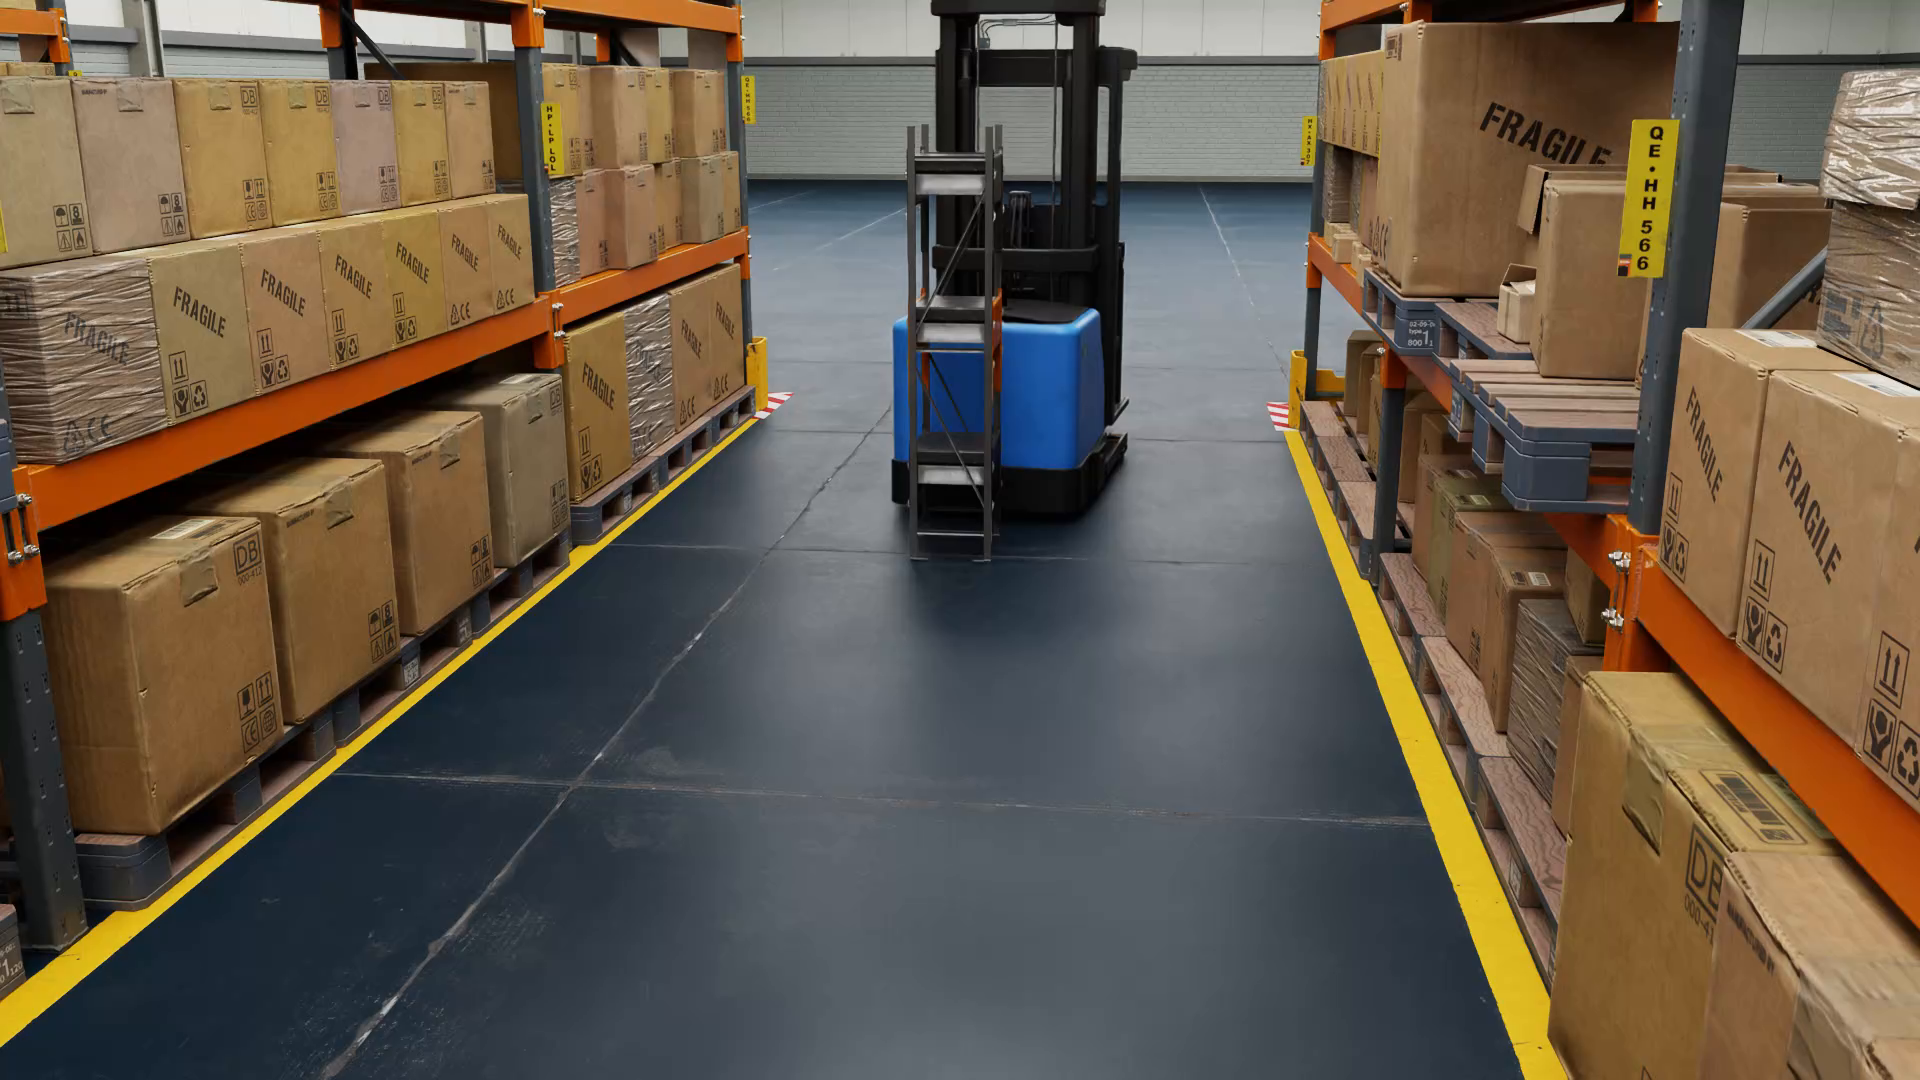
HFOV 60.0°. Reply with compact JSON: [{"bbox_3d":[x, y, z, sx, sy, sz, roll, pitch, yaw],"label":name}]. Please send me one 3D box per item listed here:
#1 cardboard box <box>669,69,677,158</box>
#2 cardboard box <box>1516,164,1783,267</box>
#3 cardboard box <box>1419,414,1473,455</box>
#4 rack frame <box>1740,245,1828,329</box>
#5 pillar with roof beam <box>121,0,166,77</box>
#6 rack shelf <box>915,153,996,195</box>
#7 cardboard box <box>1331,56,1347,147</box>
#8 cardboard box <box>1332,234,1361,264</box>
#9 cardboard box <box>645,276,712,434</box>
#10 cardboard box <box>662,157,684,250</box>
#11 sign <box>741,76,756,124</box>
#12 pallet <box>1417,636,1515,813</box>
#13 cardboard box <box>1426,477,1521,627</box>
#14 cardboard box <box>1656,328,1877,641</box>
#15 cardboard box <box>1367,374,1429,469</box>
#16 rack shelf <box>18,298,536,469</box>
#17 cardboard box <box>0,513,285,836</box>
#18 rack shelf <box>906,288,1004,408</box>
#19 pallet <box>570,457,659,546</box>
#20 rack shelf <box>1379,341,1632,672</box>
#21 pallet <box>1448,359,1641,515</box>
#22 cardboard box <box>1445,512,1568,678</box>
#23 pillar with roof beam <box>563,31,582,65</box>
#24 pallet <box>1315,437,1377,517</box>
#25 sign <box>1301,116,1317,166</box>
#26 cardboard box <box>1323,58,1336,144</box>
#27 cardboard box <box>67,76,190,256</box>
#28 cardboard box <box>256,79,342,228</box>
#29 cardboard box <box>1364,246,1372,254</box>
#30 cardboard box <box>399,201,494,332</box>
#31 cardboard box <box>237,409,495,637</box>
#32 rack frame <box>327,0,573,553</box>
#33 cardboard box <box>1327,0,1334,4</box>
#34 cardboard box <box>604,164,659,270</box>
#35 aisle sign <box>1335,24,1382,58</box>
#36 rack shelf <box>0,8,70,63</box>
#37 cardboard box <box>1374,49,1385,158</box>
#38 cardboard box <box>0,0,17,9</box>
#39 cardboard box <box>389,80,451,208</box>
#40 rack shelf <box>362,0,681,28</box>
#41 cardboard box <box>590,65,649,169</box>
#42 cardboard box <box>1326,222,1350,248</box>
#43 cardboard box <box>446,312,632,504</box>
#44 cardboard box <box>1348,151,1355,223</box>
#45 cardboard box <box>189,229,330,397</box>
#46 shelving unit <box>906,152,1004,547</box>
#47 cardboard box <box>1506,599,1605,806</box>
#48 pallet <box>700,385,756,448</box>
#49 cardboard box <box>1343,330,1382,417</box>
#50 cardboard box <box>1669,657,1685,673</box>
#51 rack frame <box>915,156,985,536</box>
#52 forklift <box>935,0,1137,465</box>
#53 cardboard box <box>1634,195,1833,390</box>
[{"bbox_3d":[-2.271,-2.642,10.330,0.875,0.550,0.550,2,15,6],"label":"cardboard box"},{"bbox_3d":[2.340,-1.021,5.688,0.797,0.503,0.637,3,15,12],"label":"cardboard box"},{"bbox_3d":[2.528,-0.319,8.079,0.500,0.500,0.500,1,15,5],"label":"cardboard box"},{"bbox_3d":[1.989,-0.183,3.592,0.949,2.616,0.053,2,15,6],"label":"rack frame"},{"bbox_3d":[-7.227,-8.422,22.570,9.100,9.000,0.400,2,15,6],"label":"pillar with roof beam"},{"bbox_3d":[-0.019,-1.765,8.014,0.368,0.174,0.457,2,15,6],"label":"rack shelf"},{"bbox_3d":[2.444,-2.538,9.626,0.500,0.500,0.500,2,15,6],"label":"cardboard box"},{"bbox_3d":[2.360,-1.683,9.622,0.380,0.149,0.250,2,15,6],"label":"cardboard box"},{"bbox_3d":[-2.130,-1.201,10.623,0.875,0.875,0.875,1,15,5],"label":"cardboard box"},{"bbox_3d":[-2.247,-2.120,10.469,0.875,0.550,0.550,2,15,6],"label":"cardboard box"},{"bbox_3d":[-1.484,-3.084,11.648,0.100,0.325,0.005,2,15,6],"label":"sign"},{"bbox_3d":[2.222,0.645,5.872,1.003,0.211,1.213,2,15,6],"label":"pallet"},{"bbox_3d":[2.280,0.056,6.655,0.700,0.500,0.500,2,15,6],"label":"cardboard box"},{"bbox_3d":[1.667,-0.113,3.142,0.500,0.500,0.500,2,15,8],"label":"cardboard box"},{"bbox_3d":[2.578,-0.631,9.234,0.500,0.500,0.500,0,15,1],"label":"cardboard box"},{"bbox_3d":[-2.699,-0.621,6.216,0.919,0.124,3.809,2,15,6],"label":"rack shelf"},{"bbox_3d":[-2.767,0.373,5.042,1.050,0.750,0.750,1,15,5],"label":"cardboard box"},{"bbox_3d":[-0.019,-0.958,8.233,0.431,0.518,0.480,2,15,6],"label":"rack shelf"},{"bbox_3d":[-2.310,-0.241,9.151,1.003,0.211,1.213,2,15,6],"label":"pallet"},{"bbox_3d":[2.218,-0.354,5.604,1.077,0.370,4.000,2,15,6],"label":"rack shelf"},{"bbox_3d":[1.967,-0.278,4.312,1.213,0.211,1.003,2,15,6],"label":"pallet"},{"bbox_3d":[2.218,0.201,6.119,0.730,0.500,0.544,1,15,5],"label":"cardboard box"},{"bbox_3d":[-5.196,-13.091,39.835,9.100,9.000,0.400,2,15,6],"label":"pillar with roof beam"},{"bbox_3d":[2.619,-0.367,9.614,1.003,0.211,1.213,2,15,6],"label":"pallet"},{"bbox_3d":[2.356,-2.692,11.211,0.100,0.325,0.005,2,15,6],"label":"sign"},{"bbox_3d":[2.499,-2.668,10.106,0.500,0.500,0.500,2,15,6],"label":"cardboard box"},{"bbox_3d":[-2.808,-1.133,5.000,0.700,0.500,0.500,1,15,5],"label":"cardboard box"},{"bbox_3d":[-2.695,-1.399,5.983,0.700,0.500,0.500,2,15,6],"label":"cardboard box"},{"bbox_3d":[2.366,-1.486,8.893,0.380,0.149,0.250,2,15,6],"label":"cardboard box"},{"bbox_3d":[-2.324,-1.167,7.039,0.500,0.500,0.500,2,15,6],"label":"cardboard box"},{"bbox_3d":[-2.567,-0.096,6.775,1.050,0.750,0.750,2,15,6],"label":"cardboard box"},{"bbox_3d":[-2.473,-1.393,8.066,1.000,3.000,0.127,2,15,6],"label":"rack frame"},{"bbox_3d":[2.584,-3.516,10.459,0.500,0.250,0.500,2,15,8],"label":"cardboard box"},{"bbox_3d":[-2.226,-1.841,9.437,0.875,0.550,0.550,2,15,6],"label":"cardboard box"},{"bbox_3d":[2.604,-3.538,11.018,0.394,0.787,0.004,2,15,6],"label":"aisle sign"},{"bbox_3d":[-7.177,-3.132,10.129,1.077,0.370,4.000,2,15,6],"label":"rack shelf"},{"bbox_3d":[2.221,-2.020,7.708,0.500,0.500,0.500,2,15,6],"label":"cardboard box"},{"bbox_3d":[-6.710,-3.710,11.371,0.380,0.149,0.250,2,15,7],"label":"cardboard box"},{"bbox_3d":[-2.580,-1.661,6.952,0.700,0.500,0.500,1,15,5],"label":"cardboard box"},{"bbox_3d":[-2.248,-3.106,9.661,0.919,0.124,3.809,2,15,6],"label":"rack shelf"},{"bbox_3d":[-2.253,-2.363,9.299,0.875,0.550,0.550,2,15,6],"label":"cardboard box"},{"bbox_3d":[2.535,-1.941,10.575,0.380,0.149,0.250,2,15,6],"label":"cardboard box"},{"bbox_3d":[-2.333,-0.731,8.884,0.875,0.875,0.875,2,15,7],"label":"cardboard box"},{"bbox_3d":[2.868,-2.175,10.196,0.875,0.500,0.500,2,15,6],"label":"cardboard box"},{"bbox_3d":[-2.494,-0.775,5.589,0.500,0.500,0.500,2,15,6],"label":"cardboard box"},{"bbox_3d":[-5.811,-2.638,8.370,12.070,5.092,0.667,2,15,6],"label":"shelving unit"},{"bbox_3d":[2.098,0.493,5.039,0.700,0.500,0.500,0,15,2],"label":"cardboard box"},{"bbox_3d":[-2.035,-0.874,11.491,1.003,0.211,1.213,2,15,6],"label":"pallet"},{"bbox_3d":[2.808,-1.092,10.940,0.500,0.500,0.500,5,16,17],"label":"cardboard box"},{"bbox_3d":[2.038,0.275,4.409,0.500,0.250,0.500,2,15,9],"label":"cardboard box"},{"bbox_3d":[-0.048,-0.907,7.995,0.380,1.831,0.006,2,15,6],"label":"rack frame"},{"bbox_3d":[0.456,-1.898,10.066,1.121,2.935,3.031,3,16,12],"label":"forklift"},{"bbox_3d":[2.013,-0.575,4.046,0.500,0.500,0.500,0,15,-1],"label":"cardboard box"}]
